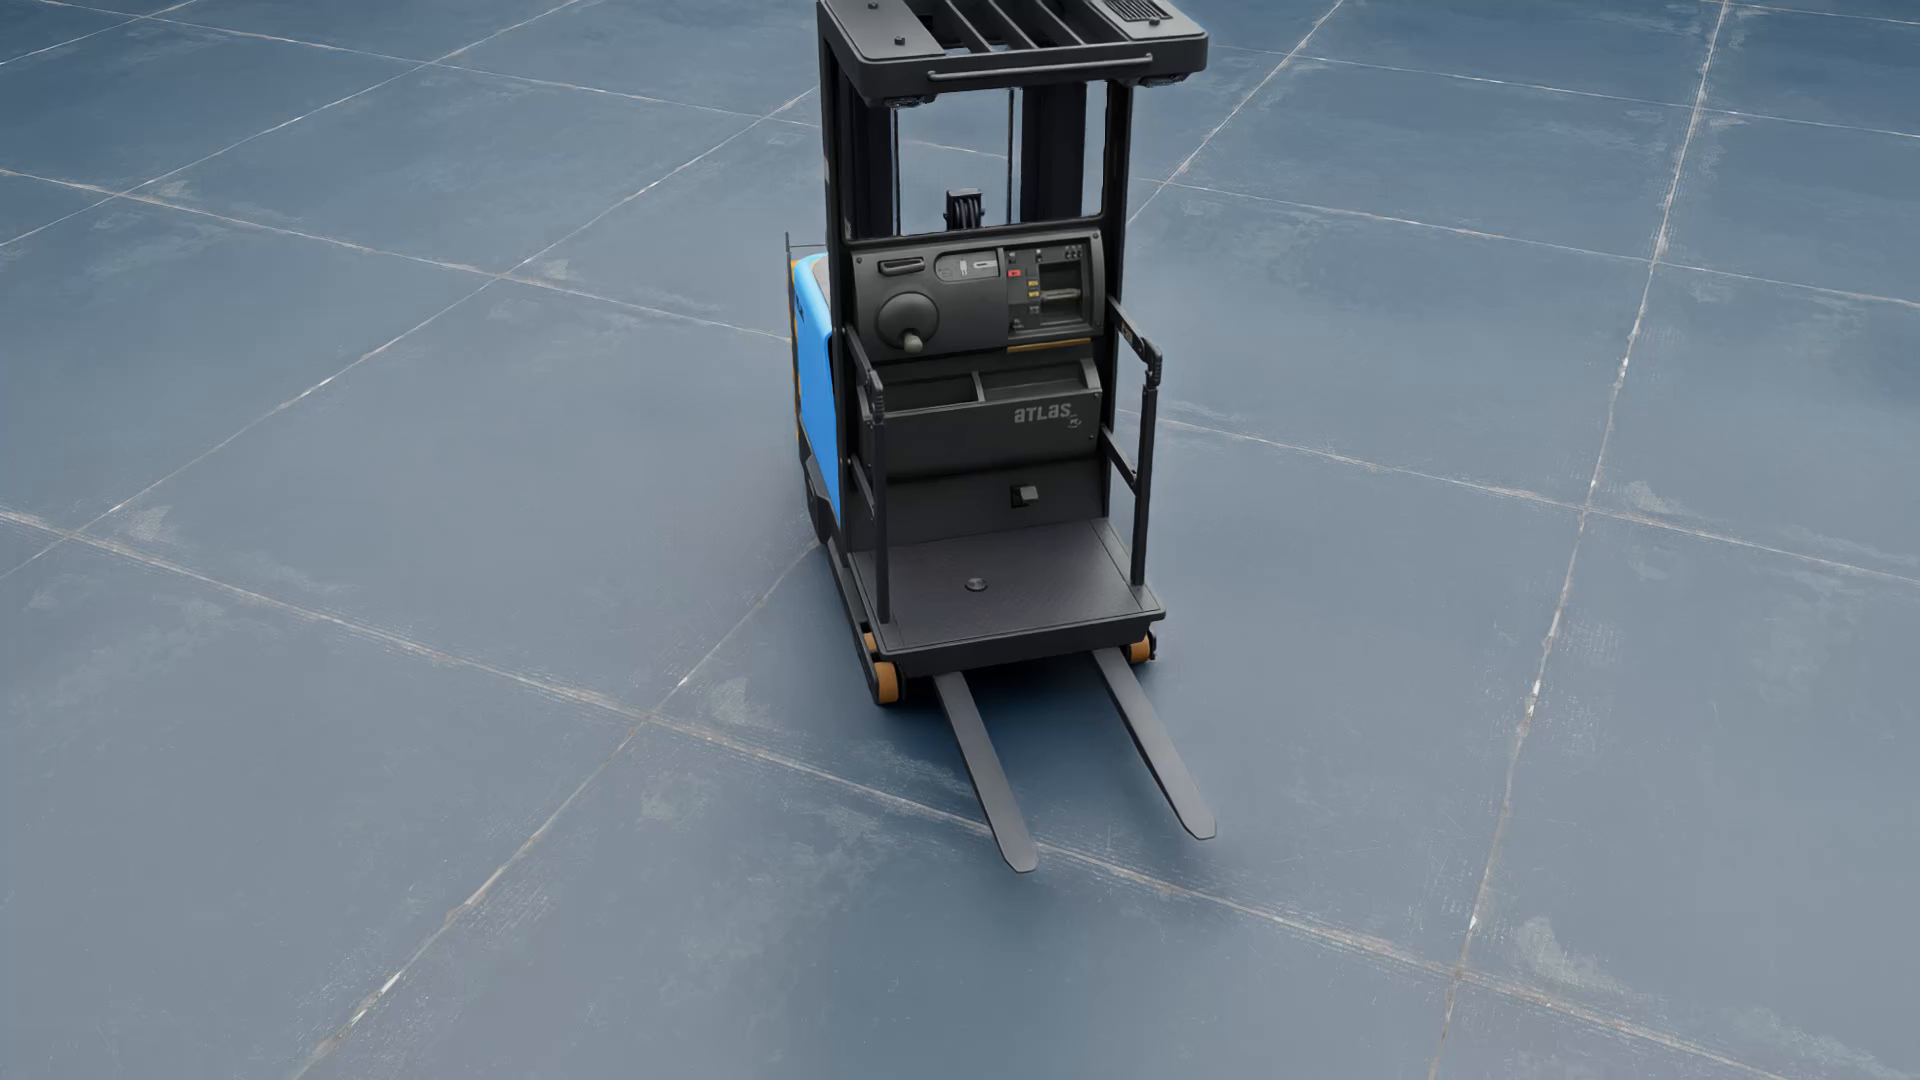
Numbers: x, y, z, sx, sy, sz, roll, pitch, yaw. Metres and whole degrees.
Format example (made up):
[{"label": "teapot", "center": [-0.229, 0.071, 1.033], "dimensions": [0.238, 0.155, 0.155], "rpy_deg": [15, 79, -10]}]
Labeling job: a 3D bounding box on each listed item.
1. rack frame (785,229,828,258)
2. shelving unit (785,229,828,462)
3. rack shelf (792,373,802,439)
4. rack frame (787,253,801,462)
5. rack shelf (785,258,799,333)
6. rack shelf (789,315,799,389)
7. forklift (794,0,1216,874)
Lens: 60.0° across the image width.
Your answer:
[{"label": "rack frame", "center": [-0.685, -0.947, 7.736], "dimensions": [0.200, 1.050, 0.008], "rpy_deg": [-4, 33, -6]}, {"label": "shelving unit", "center": [-0.670, -0.880, 7.635], "dimensions": [0.215, 1.050, 0.252], "rpy_deg": [-4, 33, -6]}, {"label": "rack shelf", "center": [-0.670, -0.639, 7.793], "dimensions": [0.215, 0.259, 0.240], "rpy_deg": [-4, 33, -6]}, {"label": "rack frame", "center": [-0.655, -0.814, 7.534], "dimensions": [0.200, 1.050, 0.008], "rpy_deg": [-4, 33, -6]}, {"label": "rack shelf", "center": [-0.670, -1.109, 7.485], "dimensions": [0.215, 0.259, 0.240], "rpy_deg": [-4, 33, -6]}, {"label": "rack shelf", "center": [-0.670, -0.871, 7.641], "dimensions": [0.215, 0.259, 0.240], "rpy_deg": [-4, 33, -6]}, {"label": "forklift", "center": [0.130, -0.839, 5.857], "dimensions": [1.130, 2.935, 3.031], "rpy_deg": [-8, 34, -12]}]
